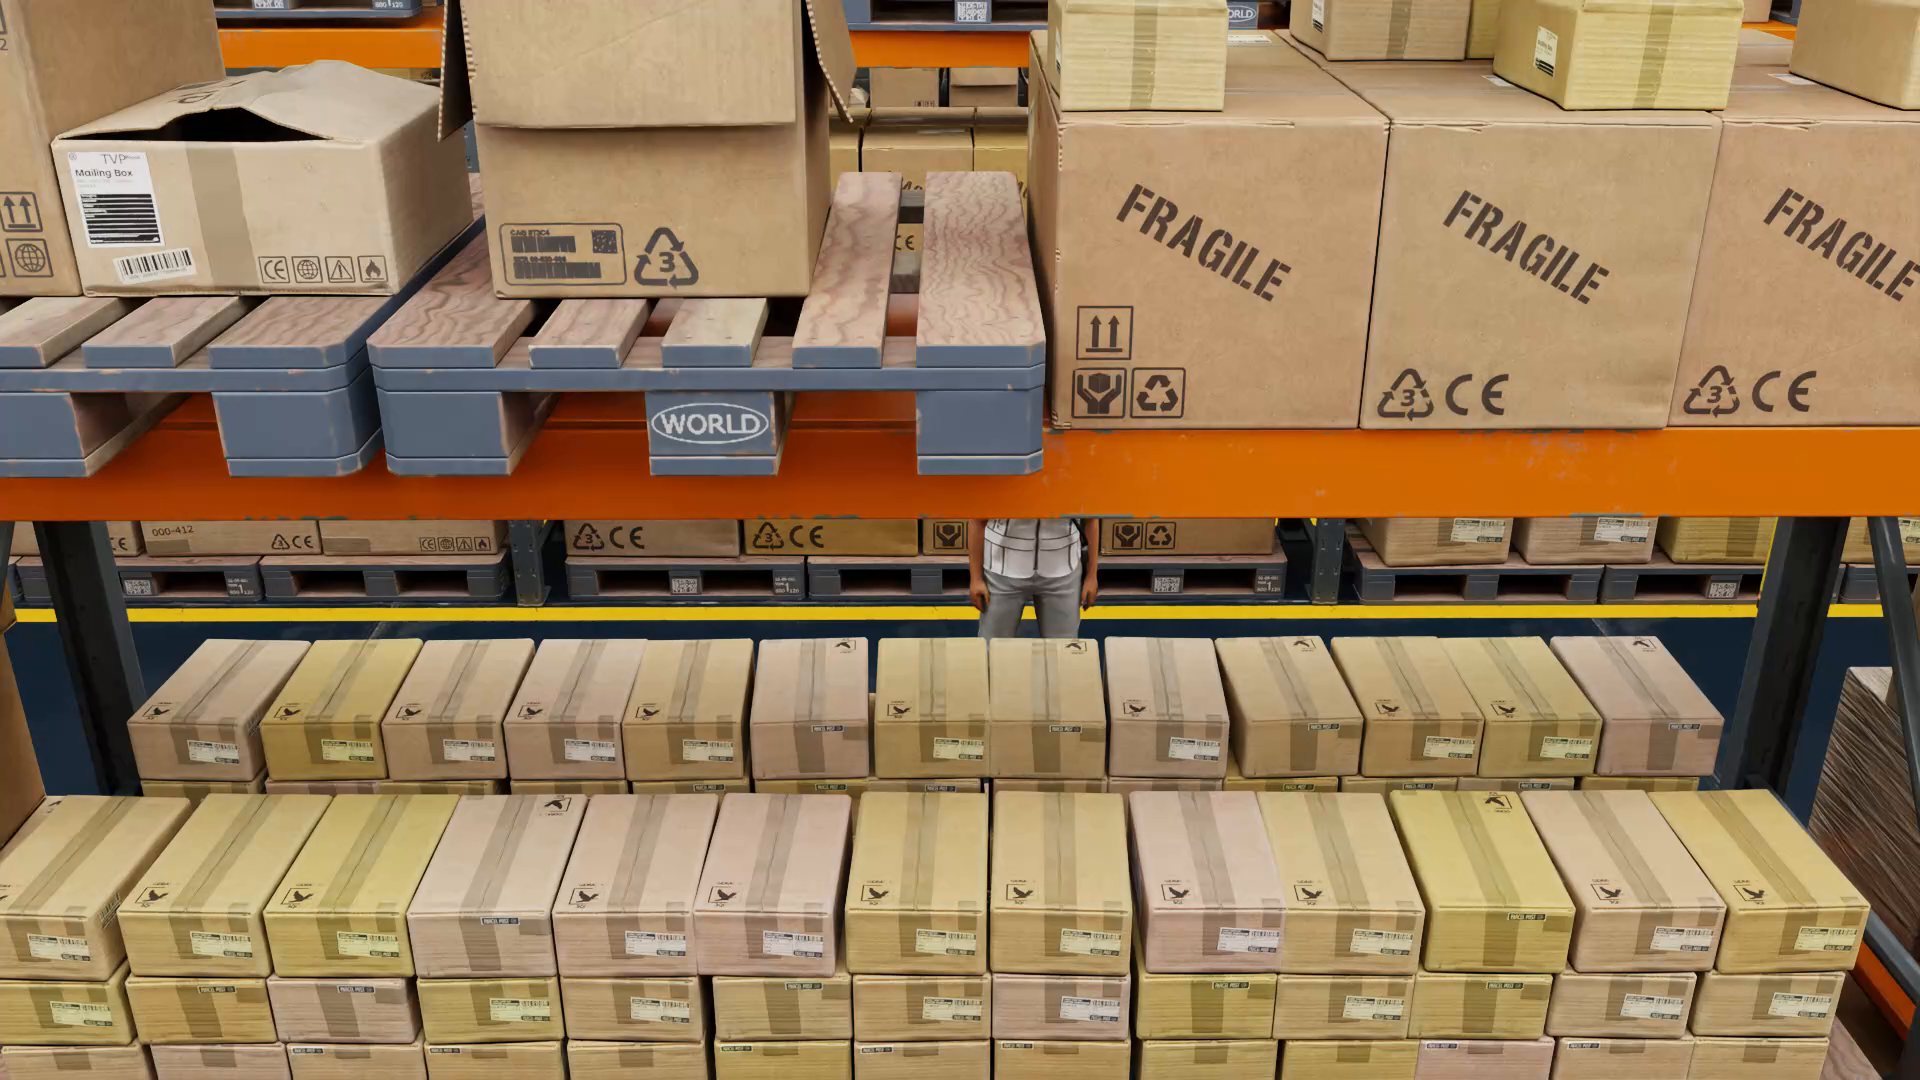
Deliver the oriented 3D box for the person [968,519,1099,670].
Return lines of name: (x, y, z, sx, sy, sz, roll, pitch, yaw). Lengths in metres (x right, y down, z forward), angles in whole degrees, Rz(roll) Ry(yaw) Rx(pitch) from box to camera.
person: (0.284, 0.158, 6.742, 0.563, 1.667, 0.463, -1, 24, -3)
